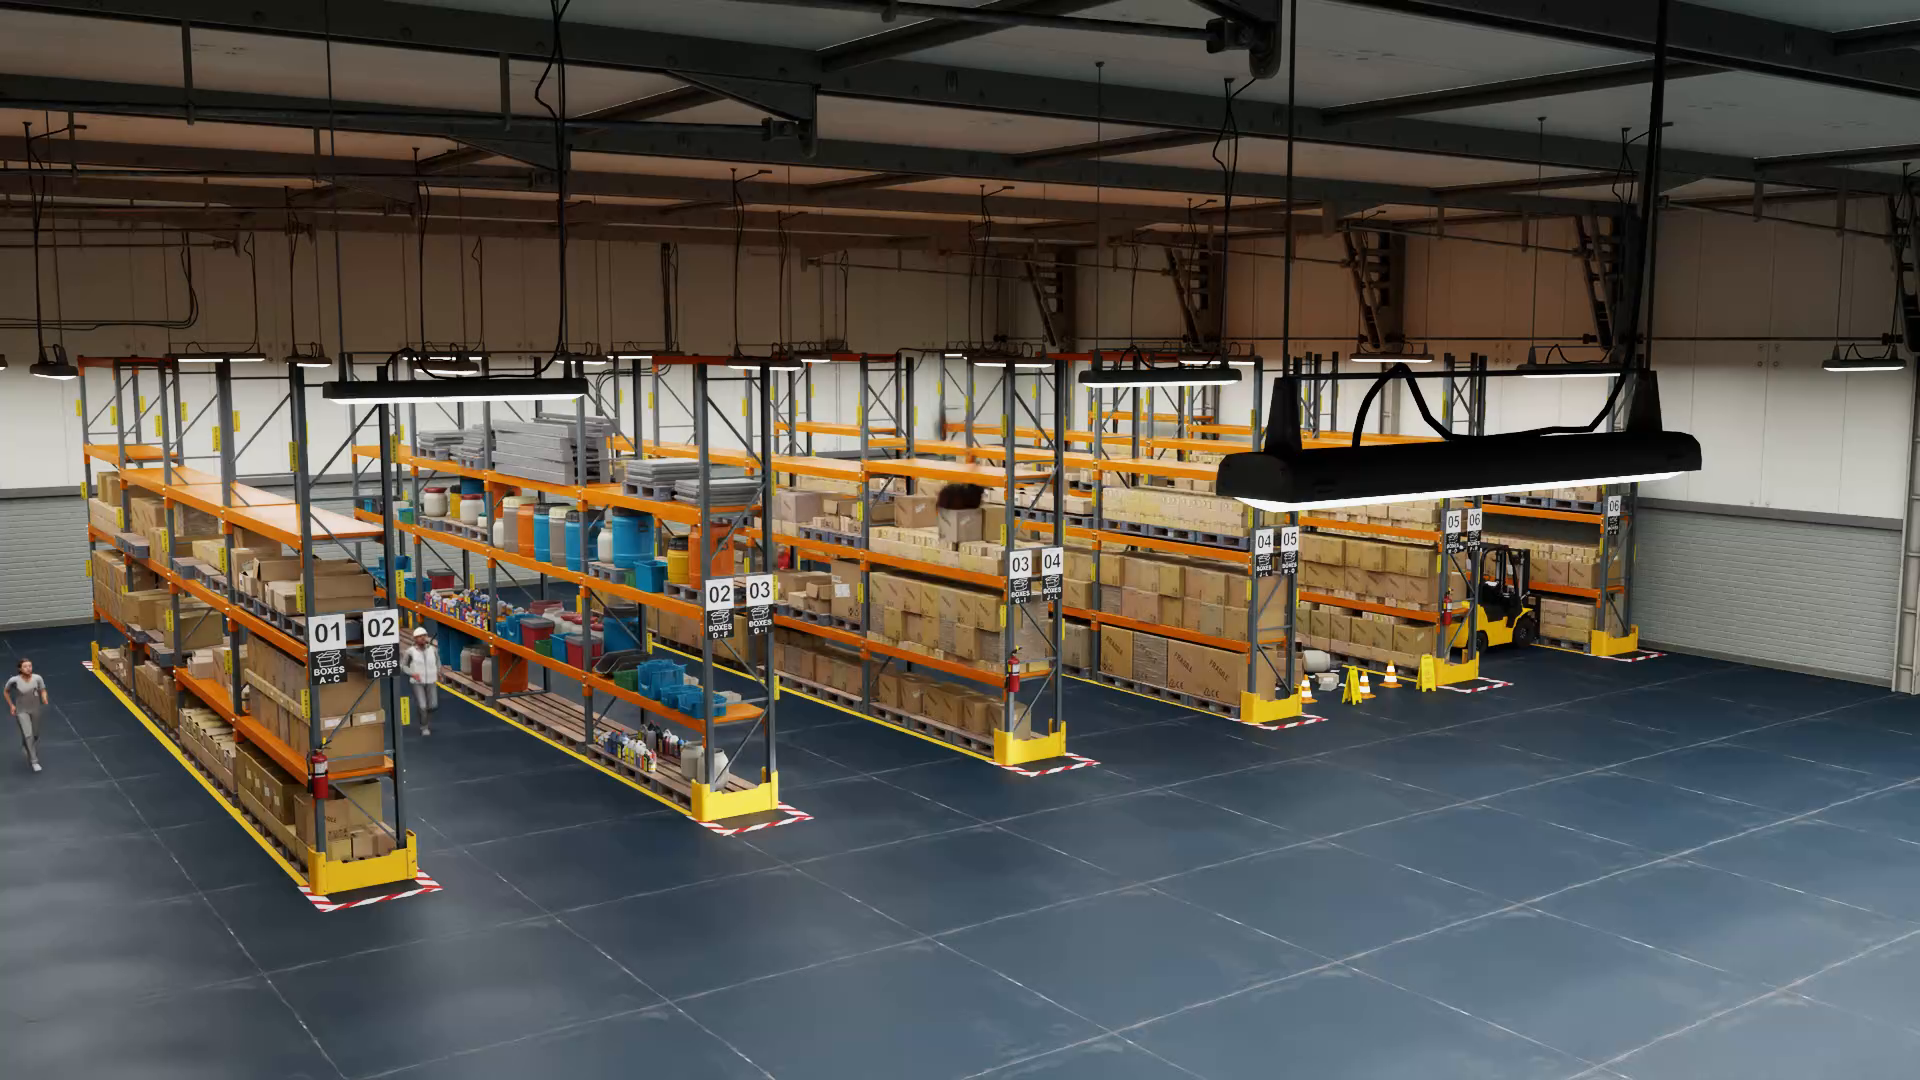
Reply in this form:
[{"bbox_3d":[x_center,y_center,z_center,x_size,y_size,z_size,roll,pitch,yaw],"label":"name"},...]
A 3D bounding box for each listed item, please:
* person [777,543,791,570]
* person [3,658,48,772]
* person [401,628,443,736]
[{"bbox_3d":[-4.010,0.937,37.571,0.677,1.773,0.903,-3,8,-25],"label":"person"},{"bbox_3d":[-13.822,2.545,24.607,0.877,1.654,0.547,7,10,44],"label":"person"},{"bbox_3d":[-8.604,2.260,26.634,0.661,1.731,0.585,-5,8,-35],"label":"person"}]
